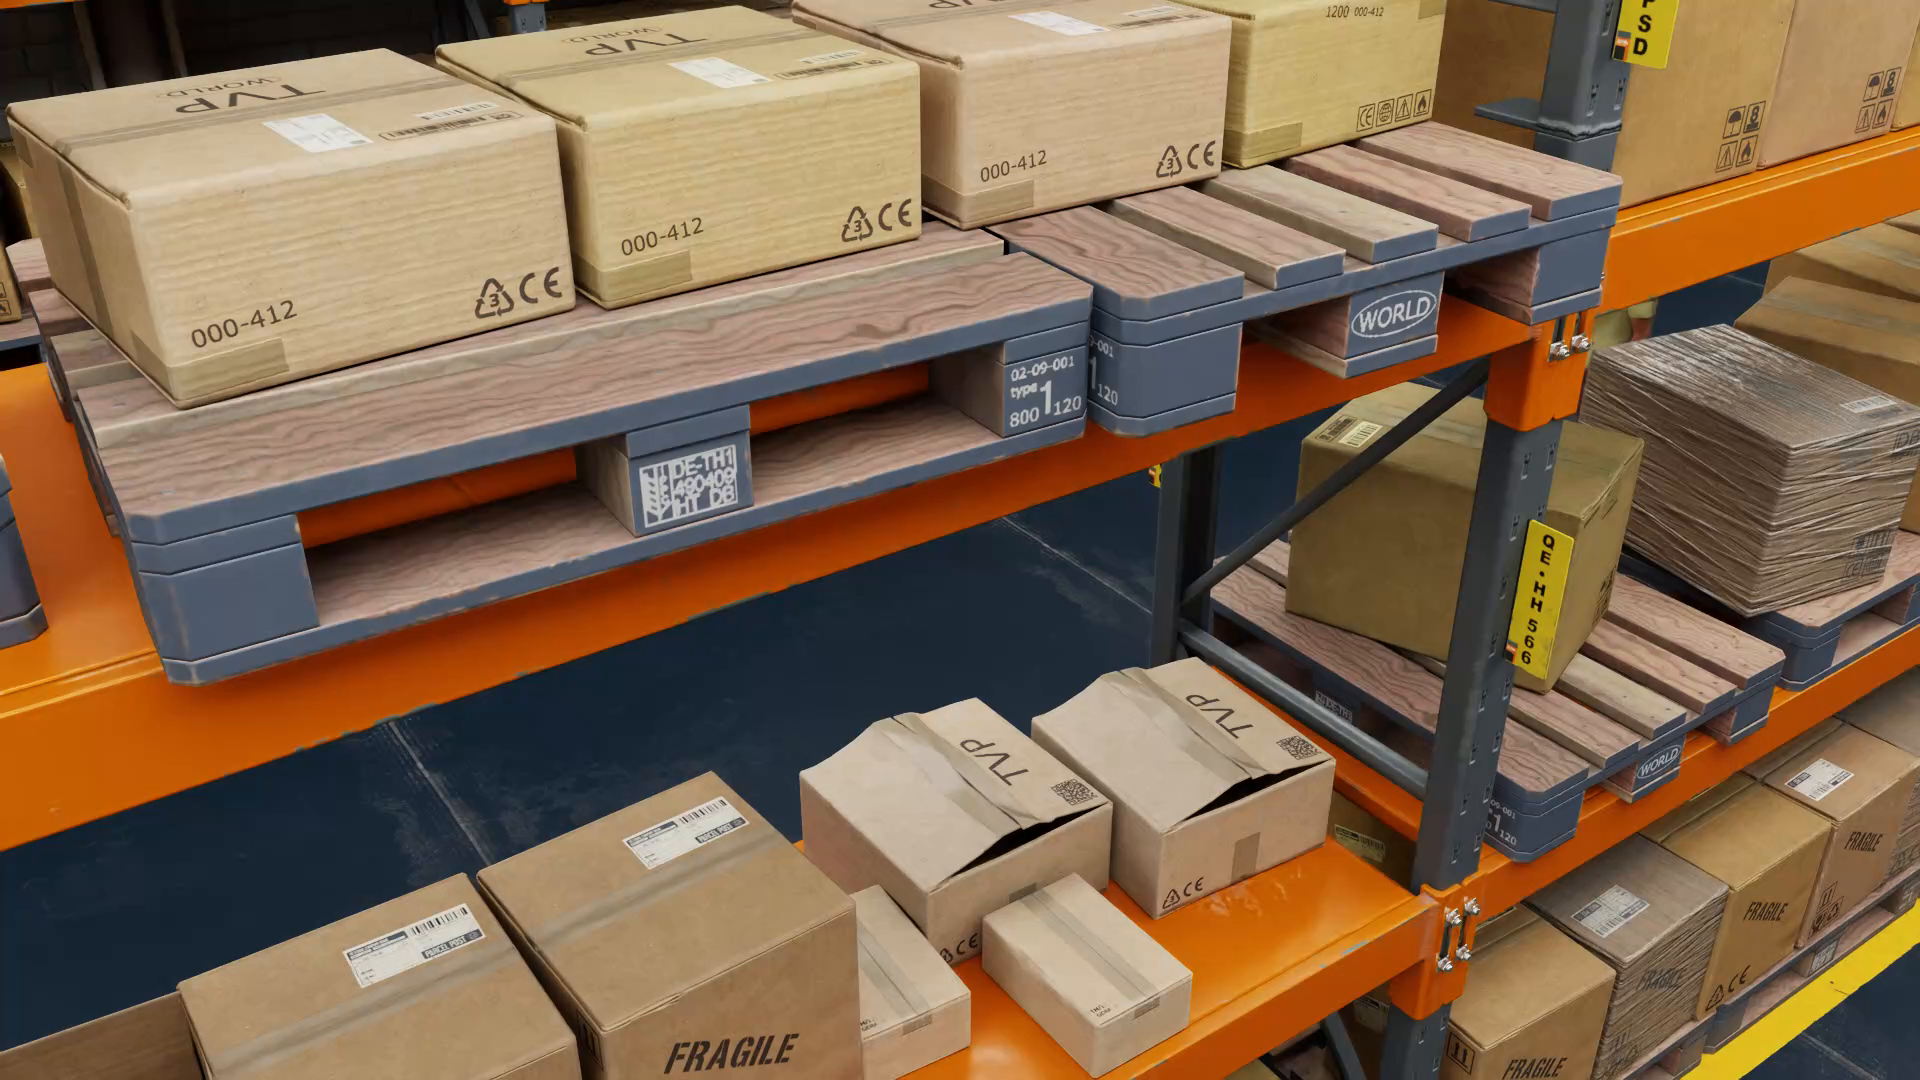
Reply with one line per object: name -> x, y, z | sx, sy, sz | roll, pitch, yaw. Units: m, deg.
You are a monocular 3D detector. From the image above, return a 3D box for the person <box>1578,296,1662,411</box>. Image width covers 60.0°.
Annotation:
person -> 2.894, -0.765, 7.496 | 0.685, 1.650, 0.439 | -15, 32, -25
